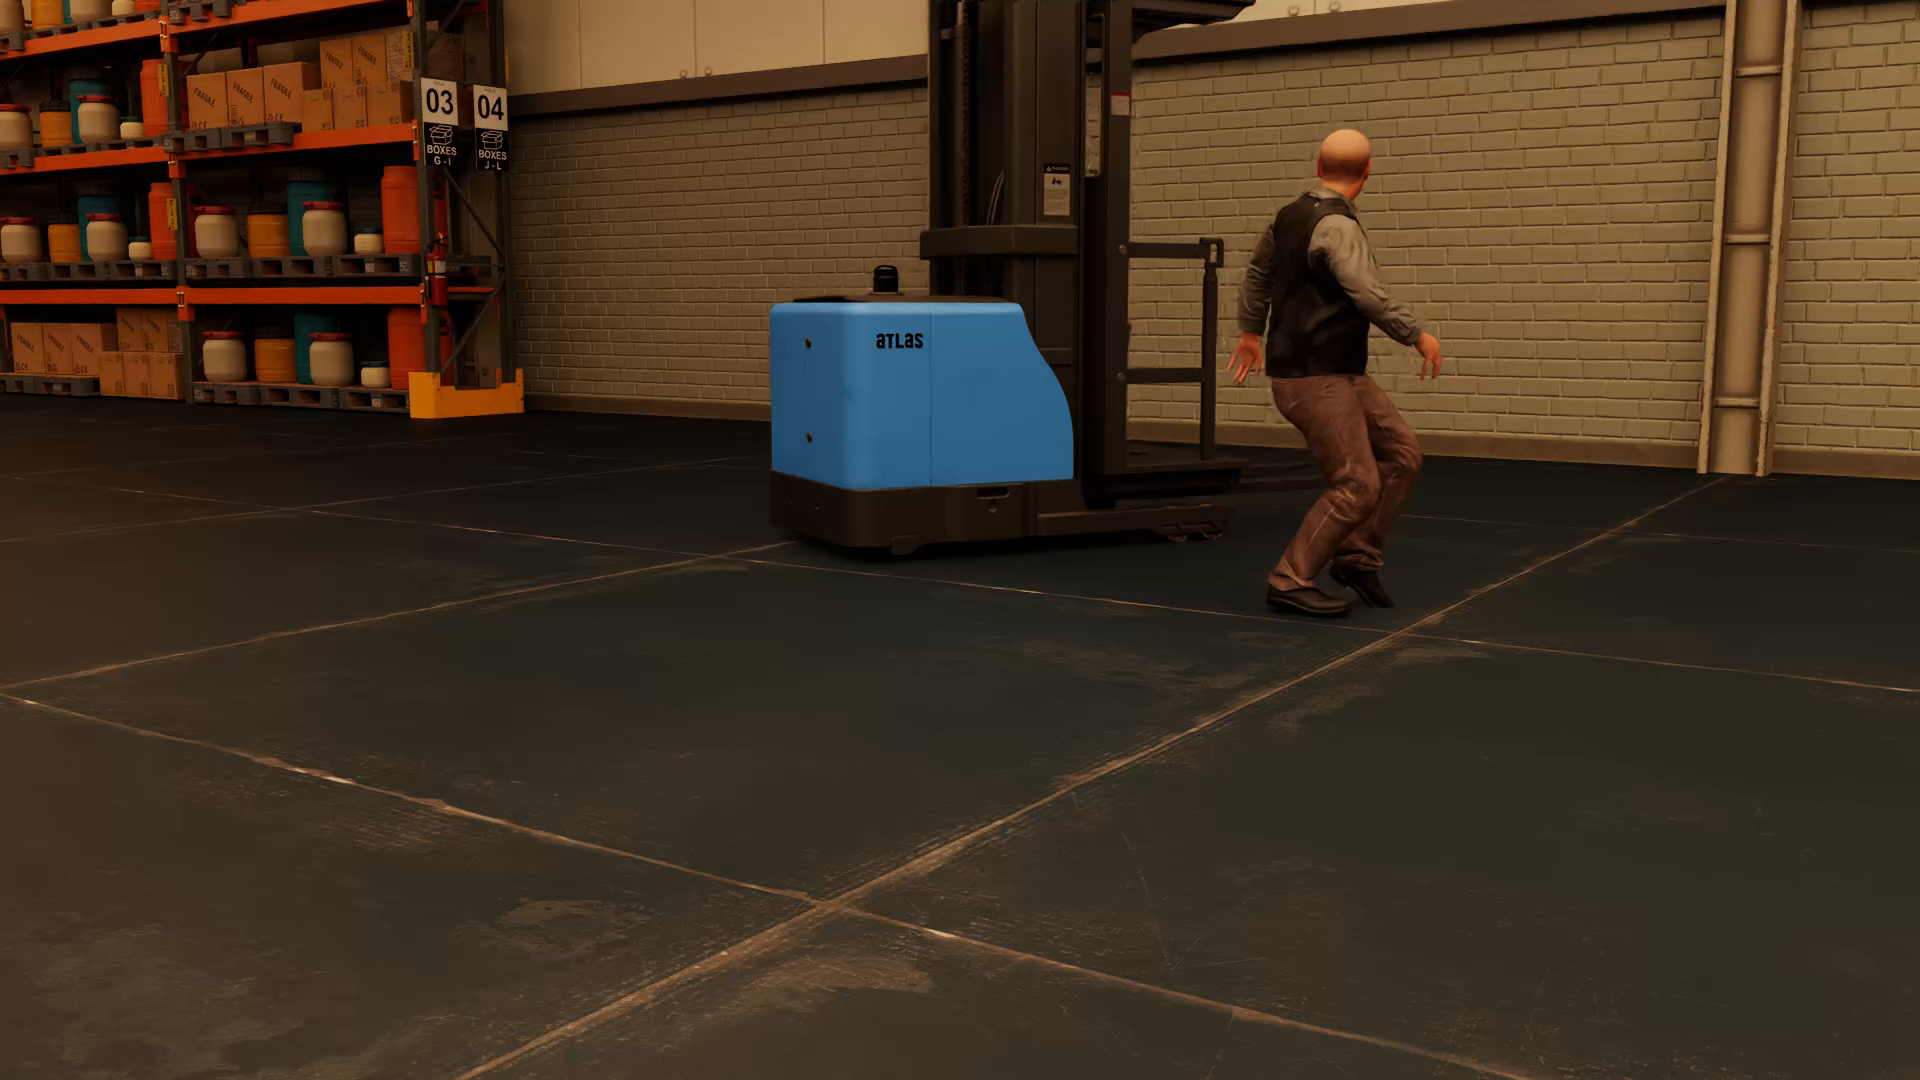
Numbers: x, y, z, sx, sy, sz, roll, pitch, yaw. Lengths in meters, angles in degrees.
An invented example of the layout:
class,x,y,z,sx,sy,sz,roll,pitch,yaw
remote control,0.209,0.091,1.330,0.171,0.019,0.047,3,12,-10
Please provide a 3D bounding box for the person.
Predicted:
class,x,y,z,sx,sy,sz,roll,pitch,yaw
person,1.274,-0.549,5.757,0.746,1.701,0.655,2,8,14

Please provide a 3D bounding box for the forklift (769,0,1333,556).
class,x,y,z,sx,sy,sz,roll,pitch,yaw
forklift,0.671,-1.504,7.768,3.031,2.935,1.130,-4,9,-26
